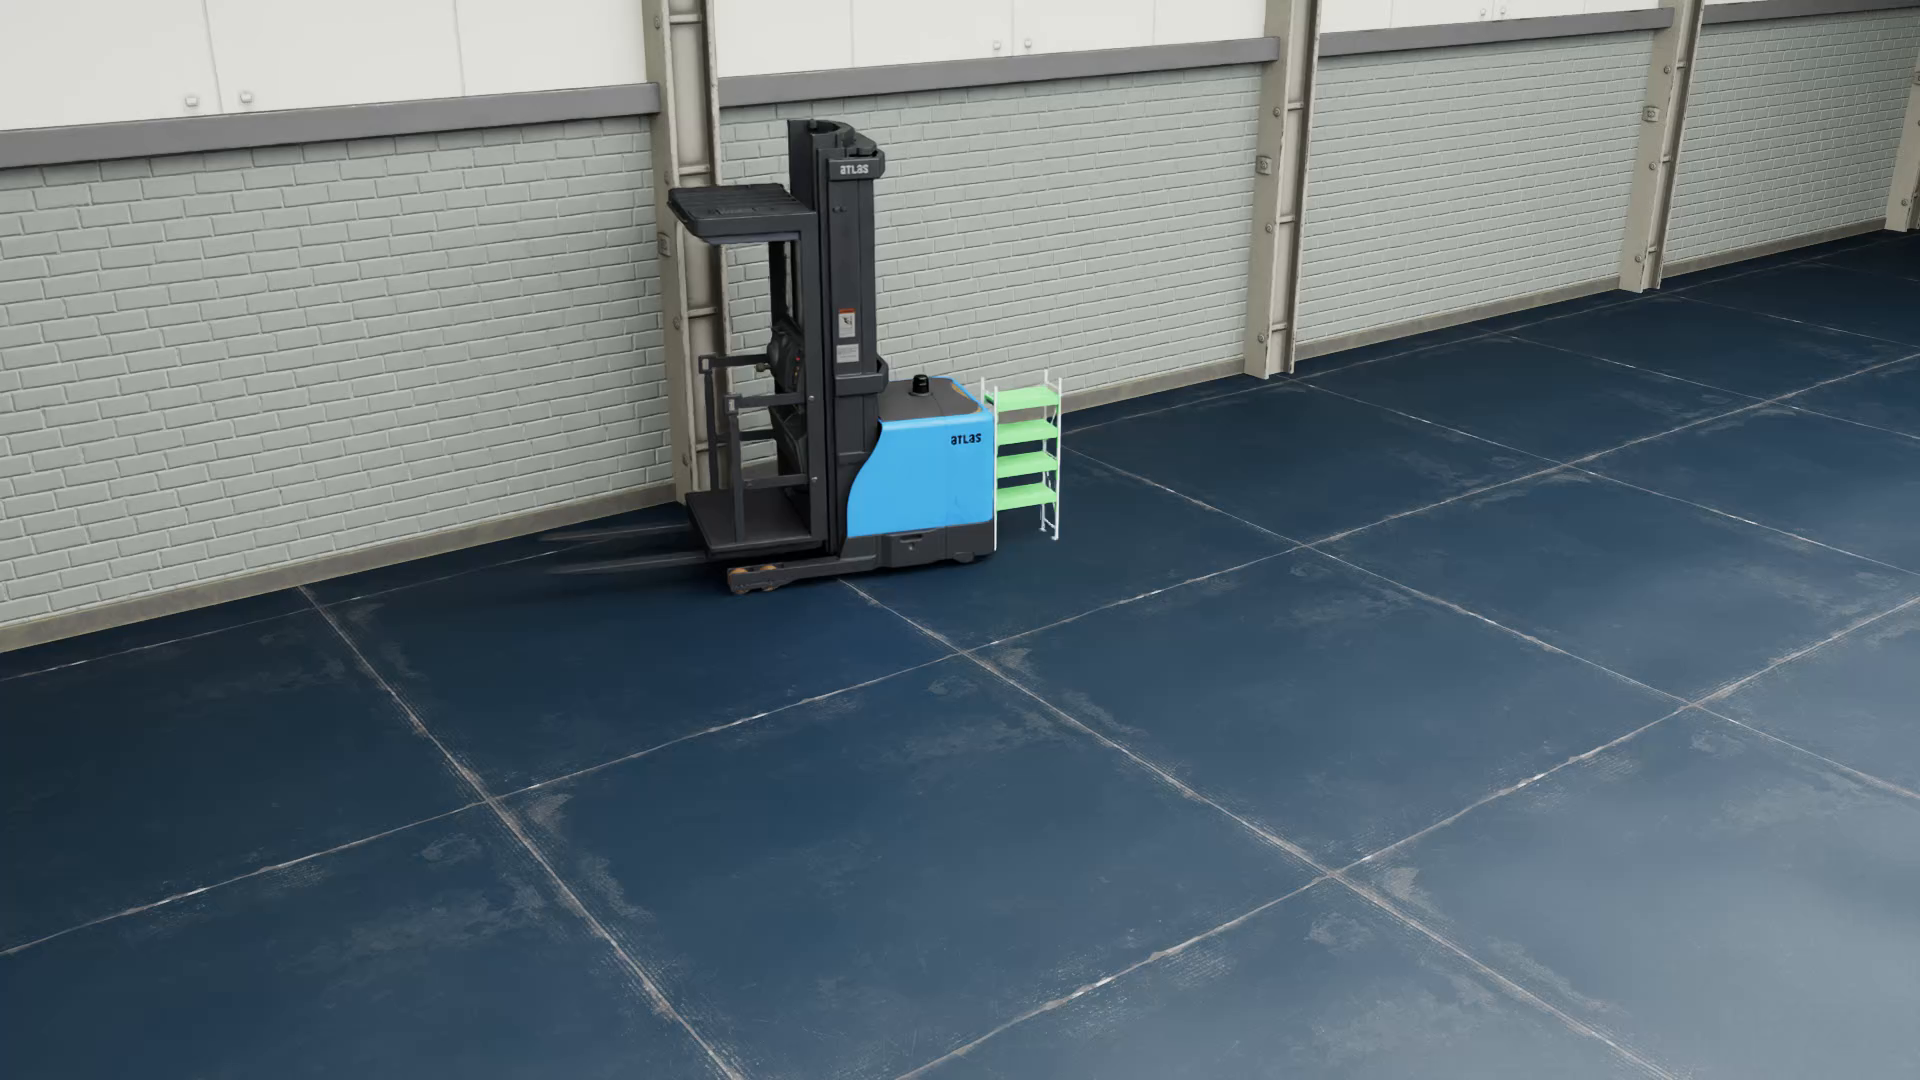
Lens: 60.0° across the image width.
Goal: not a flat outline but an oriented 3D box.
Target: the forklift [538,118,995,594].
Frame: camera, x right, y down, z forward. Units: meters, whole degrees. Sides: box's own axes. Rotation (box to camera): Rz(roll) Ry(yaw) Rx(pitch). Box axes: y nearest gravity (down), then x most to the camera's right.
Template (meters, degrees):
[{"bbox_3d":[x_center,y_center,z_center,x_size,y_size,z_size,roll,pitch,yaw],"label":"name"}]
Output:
[{"bbox_3d":[-1.335,-1.222,11.004,3.031,2.935,1.130,-7,23,-16],"label":"forklift"}]

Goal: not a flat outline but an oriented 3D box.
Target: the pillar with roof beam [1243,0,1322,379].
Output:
[{"bbox_3d":[5.461,-4.490,11.007,0.400,9.000,9.100,-15,26,-33],"label":"pillar with roof beam"}]

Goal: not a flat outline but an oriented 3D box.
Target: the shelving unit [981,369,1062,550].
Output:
[{"bbox_3d":[0.422,-0.562,11.686,0.503,1.200,0.258,-9,23,-22],"label":"shelving unit"}]

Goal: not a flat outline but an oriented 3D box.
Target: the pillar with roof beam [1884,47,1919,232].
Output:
[{"bbox_3d":[15.202,-7.088,17.516,0.400,9.000,9.100,-15,26,-33],"label":"pillar with roof beam"}]

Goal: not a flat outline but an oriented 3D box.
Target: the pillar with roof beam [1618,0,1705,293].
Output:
[{"bbox_3d":[10.331,-5.789,14.261,0.400,9.000,9.100,-15,26,-33],"label":"pillar with roof beam"}]

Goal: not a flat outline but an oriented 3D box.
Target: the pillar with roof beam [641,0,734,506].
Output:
[{"bbox_3d":[0.590,-3.191,7.752,0.400,9.000,9.100,-15,26,-33],"label":"pillar with roof beam"}]

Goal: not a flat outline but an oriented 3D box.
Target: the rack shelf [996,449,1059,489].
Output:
[{"bbox_3d":[0.422,-0.503,11.710,0.480,0.148,0.258,-9,23,-22],"label":"rack shelf"}]

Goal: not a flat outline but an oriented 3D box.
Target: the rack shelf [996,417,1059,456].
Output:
[{"bbox_3d":[0.422,-0.726,11.621,0.480,0.148,0.258,-9,23,-22],"label":"rack shelf"}]

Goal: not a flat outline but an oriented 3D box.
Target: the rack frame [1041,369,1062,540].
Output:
[{"bbox_3d":[0.646,-0.598,11.776,0.015,1.200,0.240,-9,23,-22],"label":"rack frame"}]

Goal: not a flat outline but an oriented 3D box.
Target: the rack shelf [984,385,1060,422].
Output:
[{"bbox_3d":[0.422,-0.949,11.532,0.480,0.148,0.258,-9,23,-22],"label":"rack shelf"}]

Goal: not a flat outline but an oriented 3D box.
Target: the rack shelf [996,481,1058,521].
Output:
[{"bbox_3d":[0.422,-0.280,11.799,0.480,0.148,0.258,-9,23,-22],"label":"rack shelf"}]

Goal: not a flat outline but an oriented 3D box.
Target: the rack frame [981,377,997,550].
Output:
[{"bbox_3d":[0.198,-0.526,11.596,0.015,1.200,0.240,-9,23,-22],"label":"rack frame"}]
